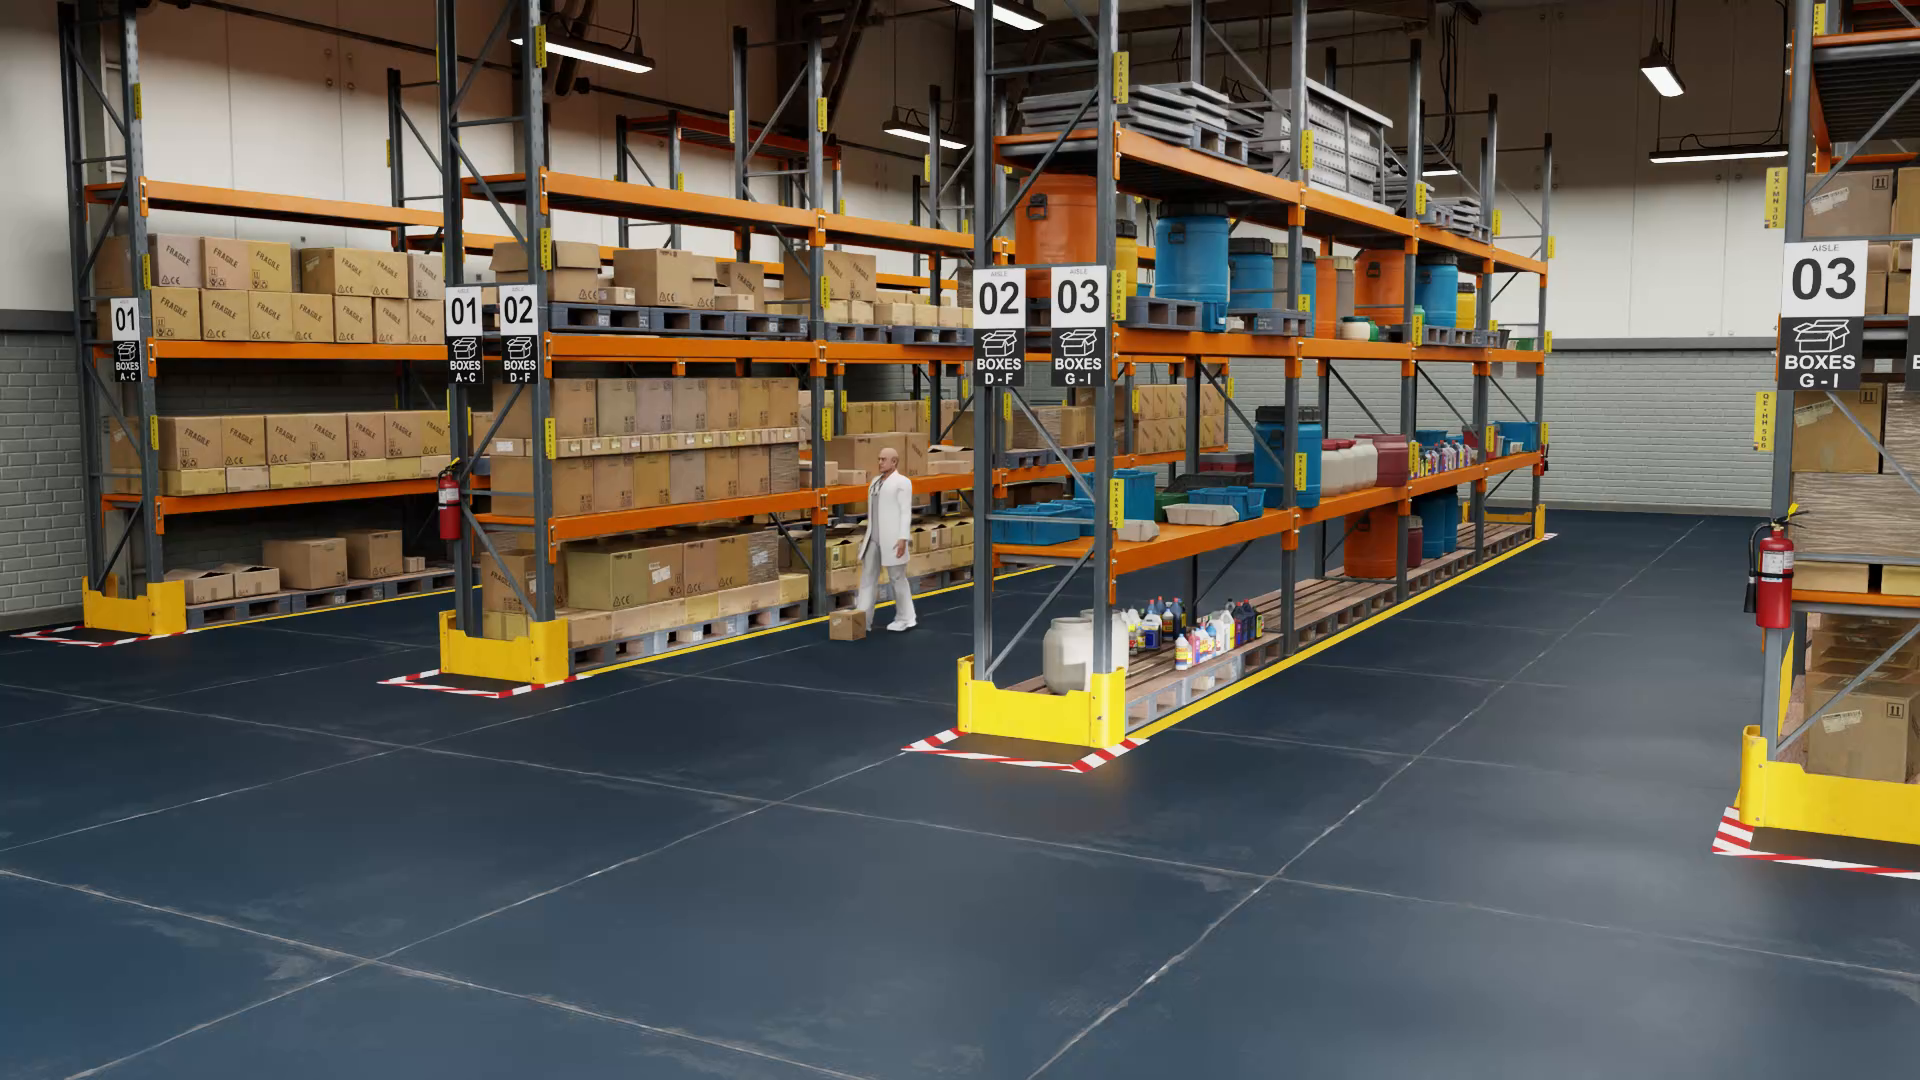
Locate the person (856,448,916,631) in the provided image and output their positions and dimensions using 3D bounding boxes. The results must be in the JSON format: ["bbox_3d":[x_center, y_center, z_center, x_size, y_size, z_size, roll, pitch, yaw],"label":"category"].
[{"bbox_3d":[-0.765,0.006,15.972,0.613,1.775,0.798,5,8,42],"label":"person"}]
